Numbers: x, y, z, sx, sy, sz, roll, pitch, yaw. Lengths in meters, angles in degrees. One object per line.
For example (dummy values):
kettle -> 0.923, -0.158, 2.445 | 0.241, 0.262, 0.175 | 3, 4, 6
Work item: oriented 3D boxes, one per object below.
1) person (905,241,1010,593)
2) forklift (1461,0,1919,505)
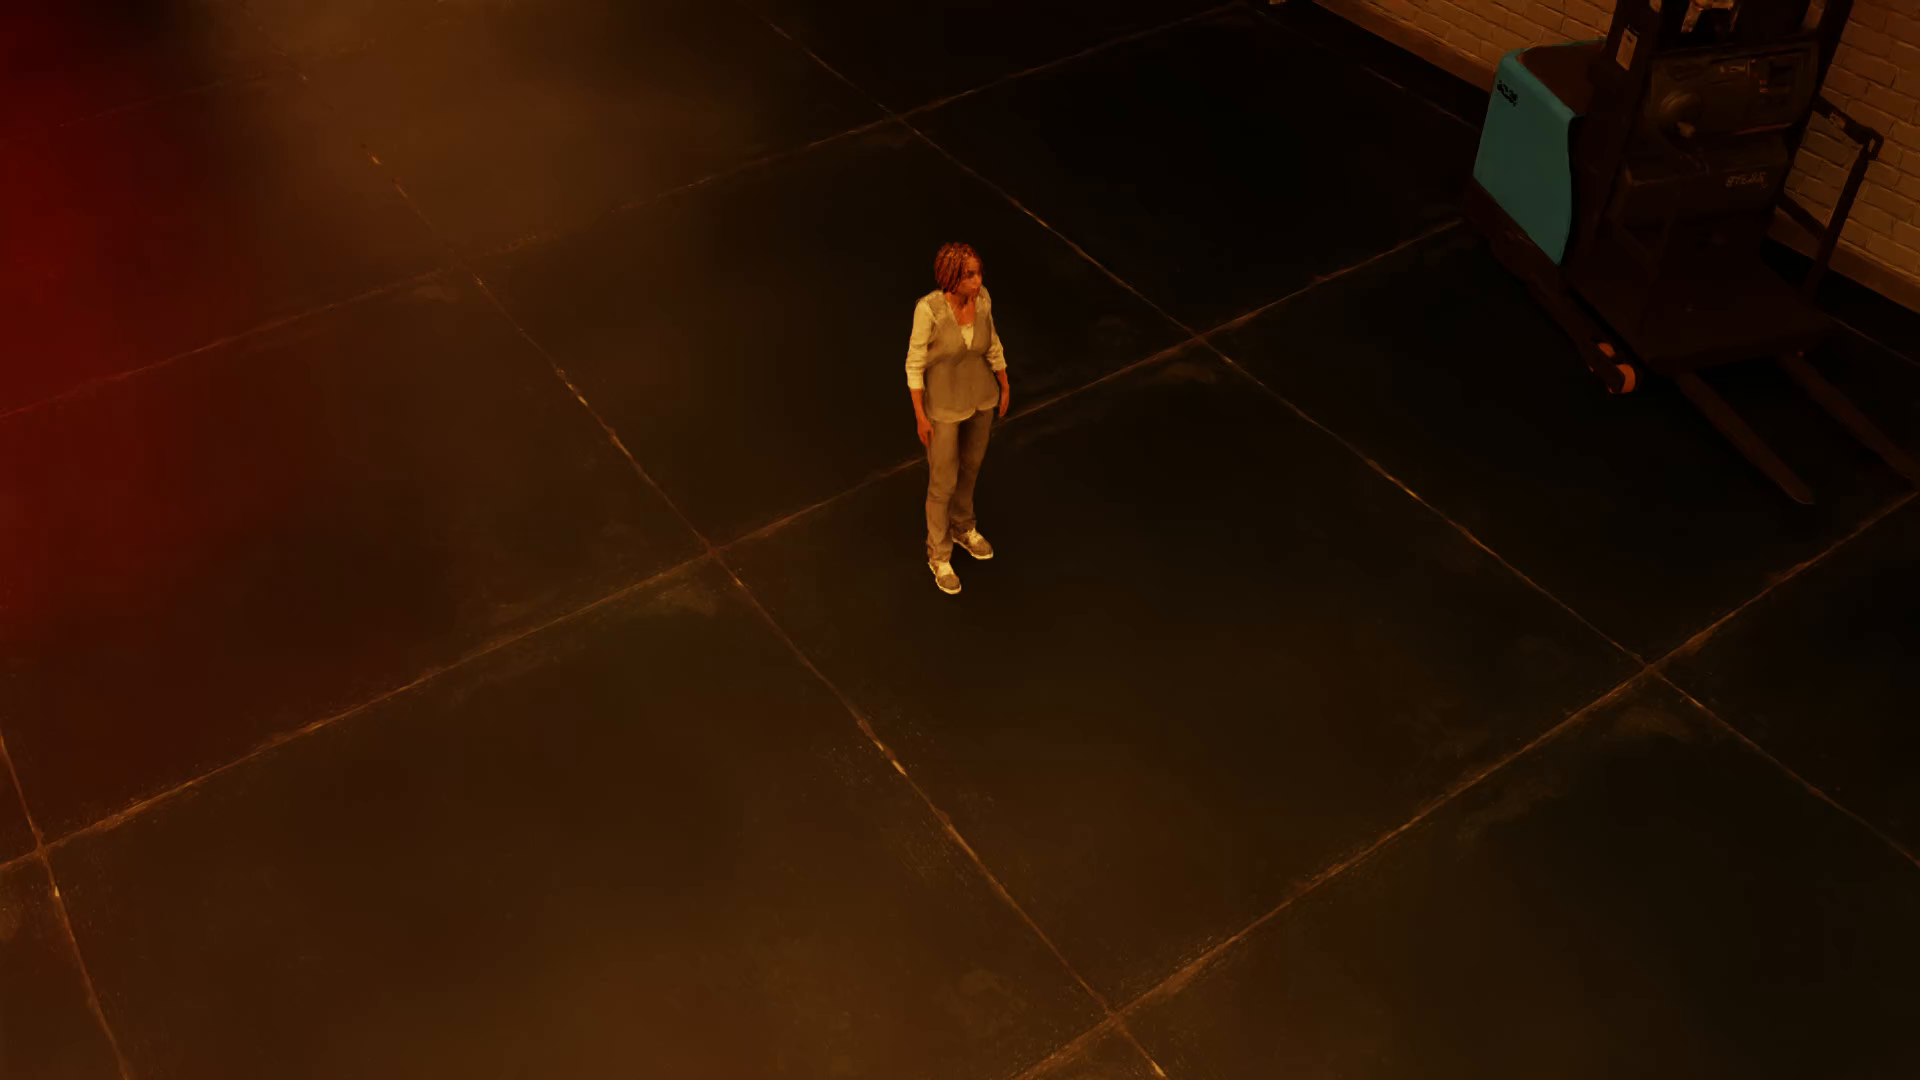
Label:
person -> 0.031, -0.541, 7.286 | 0.521, 1.583, 0.474 | -25, 48, -25
forklift -> 3.856, -2.130, 8.027 | 1.130, 2.935, 3.031 | -10, 44, -11
